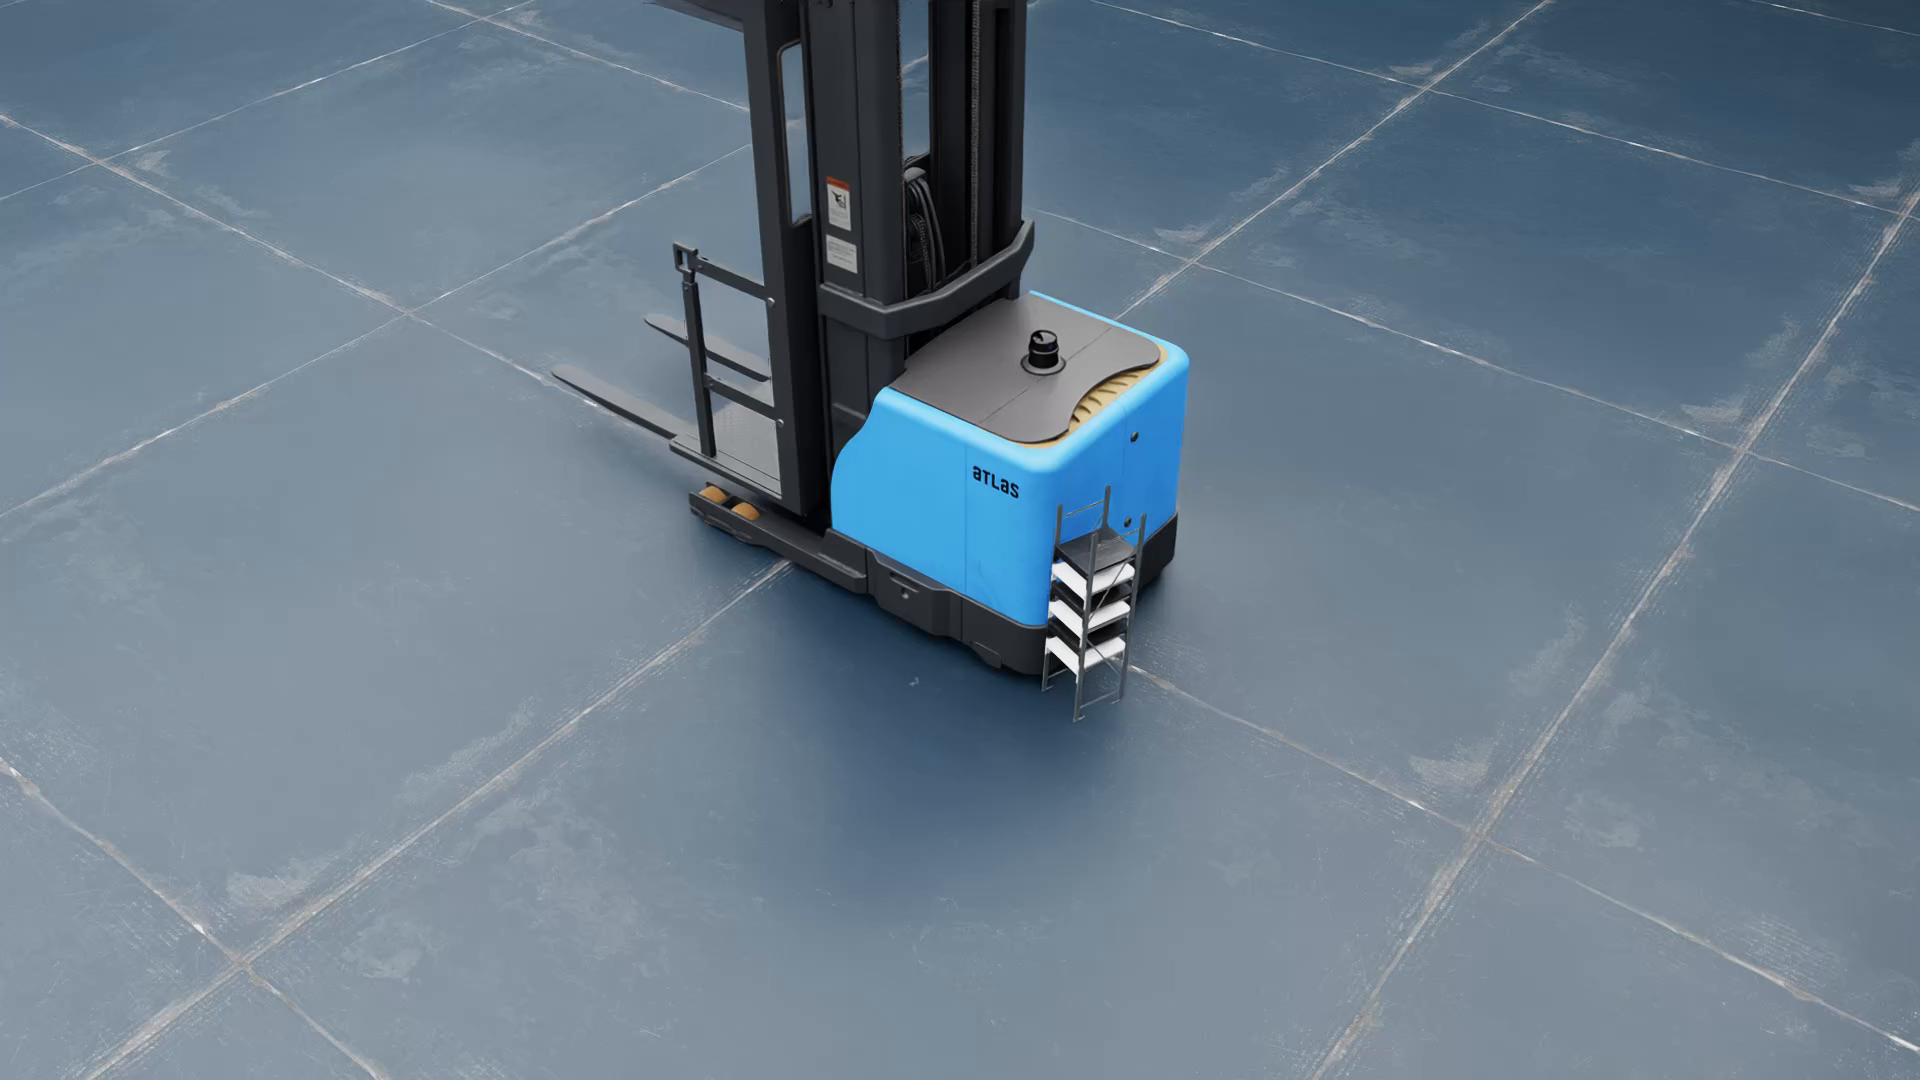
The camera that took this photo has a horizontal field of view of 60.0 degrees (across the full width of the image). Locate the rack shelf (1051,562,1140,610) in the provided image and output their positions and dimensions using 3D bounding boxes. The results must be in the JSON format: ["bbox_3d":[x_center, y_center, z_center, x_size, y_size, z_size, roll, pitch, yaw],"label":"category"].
[{"bbox_3d":[0.496,0.132,6.105,0.258,0.077,0.200,-21,43,-28],"label":"rack shelf"}]

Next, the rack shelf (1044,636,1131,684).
[{"bbox_3d":[0.484,0.417,6.325,0.258,0.077,0.200,-21,43,-28],"label":"rack shelf"}]

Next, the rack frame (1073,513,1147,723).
[{"bbox_3d":[0.548,0.300,6.129,0.240,0.900,0.006,-21,43,-28],"label":"rack frame"}]

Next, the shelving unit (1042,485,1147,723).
[{"bbox_3d":[0.491,0.248,6.195,0.258,0.900,0.210,-21,43,-28],"label":"shelving unit"}]

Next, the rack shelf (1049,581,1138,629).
[{"bbox_3d":[0.493,0.203,6.160,0.258,0.077,0.200,-21,43,-28],"label":"rack shelf"}]

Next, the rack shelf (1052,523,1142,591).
[{"bbox_3d":[0.499,0.060,6.050,0.258,0.077,0.200,-21,43,-28],"label":"rack shelf"}]

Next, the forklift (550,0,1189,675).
[{"bbox_3d":[-0.563,-1.377,6.632,3.031,2.935,1.130,26,45,29],"label":"forklift"}]

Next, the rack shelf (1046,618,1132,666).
[{"bbox_3d":[0.487,0.345,6.270,0.258,0.077,0.200,-21,43,-28],"label":"rack shelf"}]

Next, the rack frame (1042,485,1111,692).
[{"bbox_3d":[0.434,0.195,6.260,0.240,0.900,0.006,-21,43,-28],"label":"rack frame"}]

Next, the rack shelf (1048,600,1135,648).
[{"bbox_3d":[0.490,0.274,6.215,0.258,0.077,0.200,-21,43,-28],"label":"rack shelf"}]
